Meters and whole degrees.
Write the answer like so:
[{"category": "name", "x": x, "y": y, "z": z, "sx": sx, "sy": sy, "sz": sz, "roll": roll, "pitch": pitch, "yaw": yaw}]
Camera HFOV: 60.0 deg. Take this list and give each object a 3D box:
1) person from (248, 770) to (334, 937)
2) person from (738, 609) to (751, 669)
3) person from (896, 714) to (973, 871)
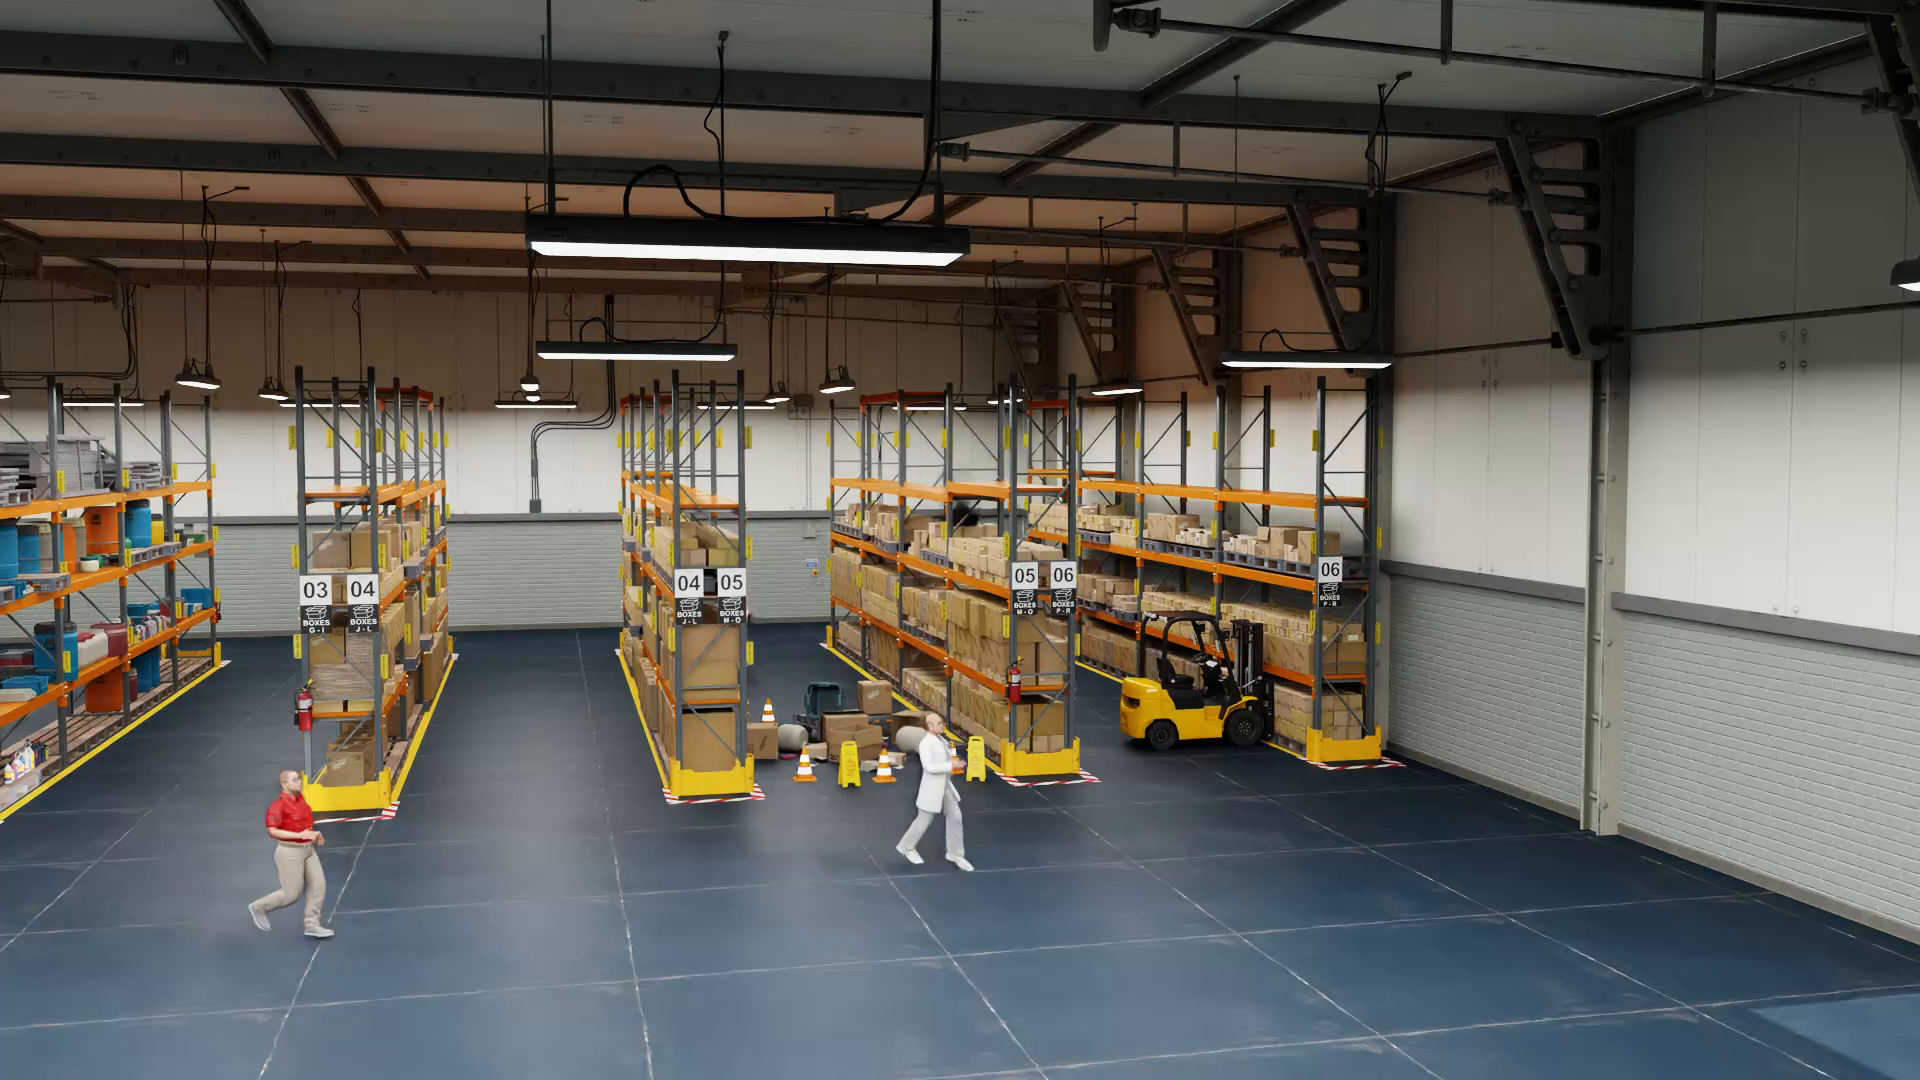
[{"category": "person", "x": -6.722, "y": 3.155, "z": 16.723, "sx": 0.834, "sy": 1.689, "sz": 0.639, "roll": 1, "pitch": 3, "yaw": 9}, {"category": "person", "x": -4.891, "y": 2.001, "z": 36.446, "sx": 0.550, "sy": 1.709, "sz": 0.704, "roll": -1, "pitch": 4, "yaw": -20}, {"category": "person", "x": -0.307, "y": 2.937, "z": 19.442, "sx": 0.930, "sy": 1.832, "sz": 0.677, "roll": 2, "pitch": 4, "yaw": 27}]
